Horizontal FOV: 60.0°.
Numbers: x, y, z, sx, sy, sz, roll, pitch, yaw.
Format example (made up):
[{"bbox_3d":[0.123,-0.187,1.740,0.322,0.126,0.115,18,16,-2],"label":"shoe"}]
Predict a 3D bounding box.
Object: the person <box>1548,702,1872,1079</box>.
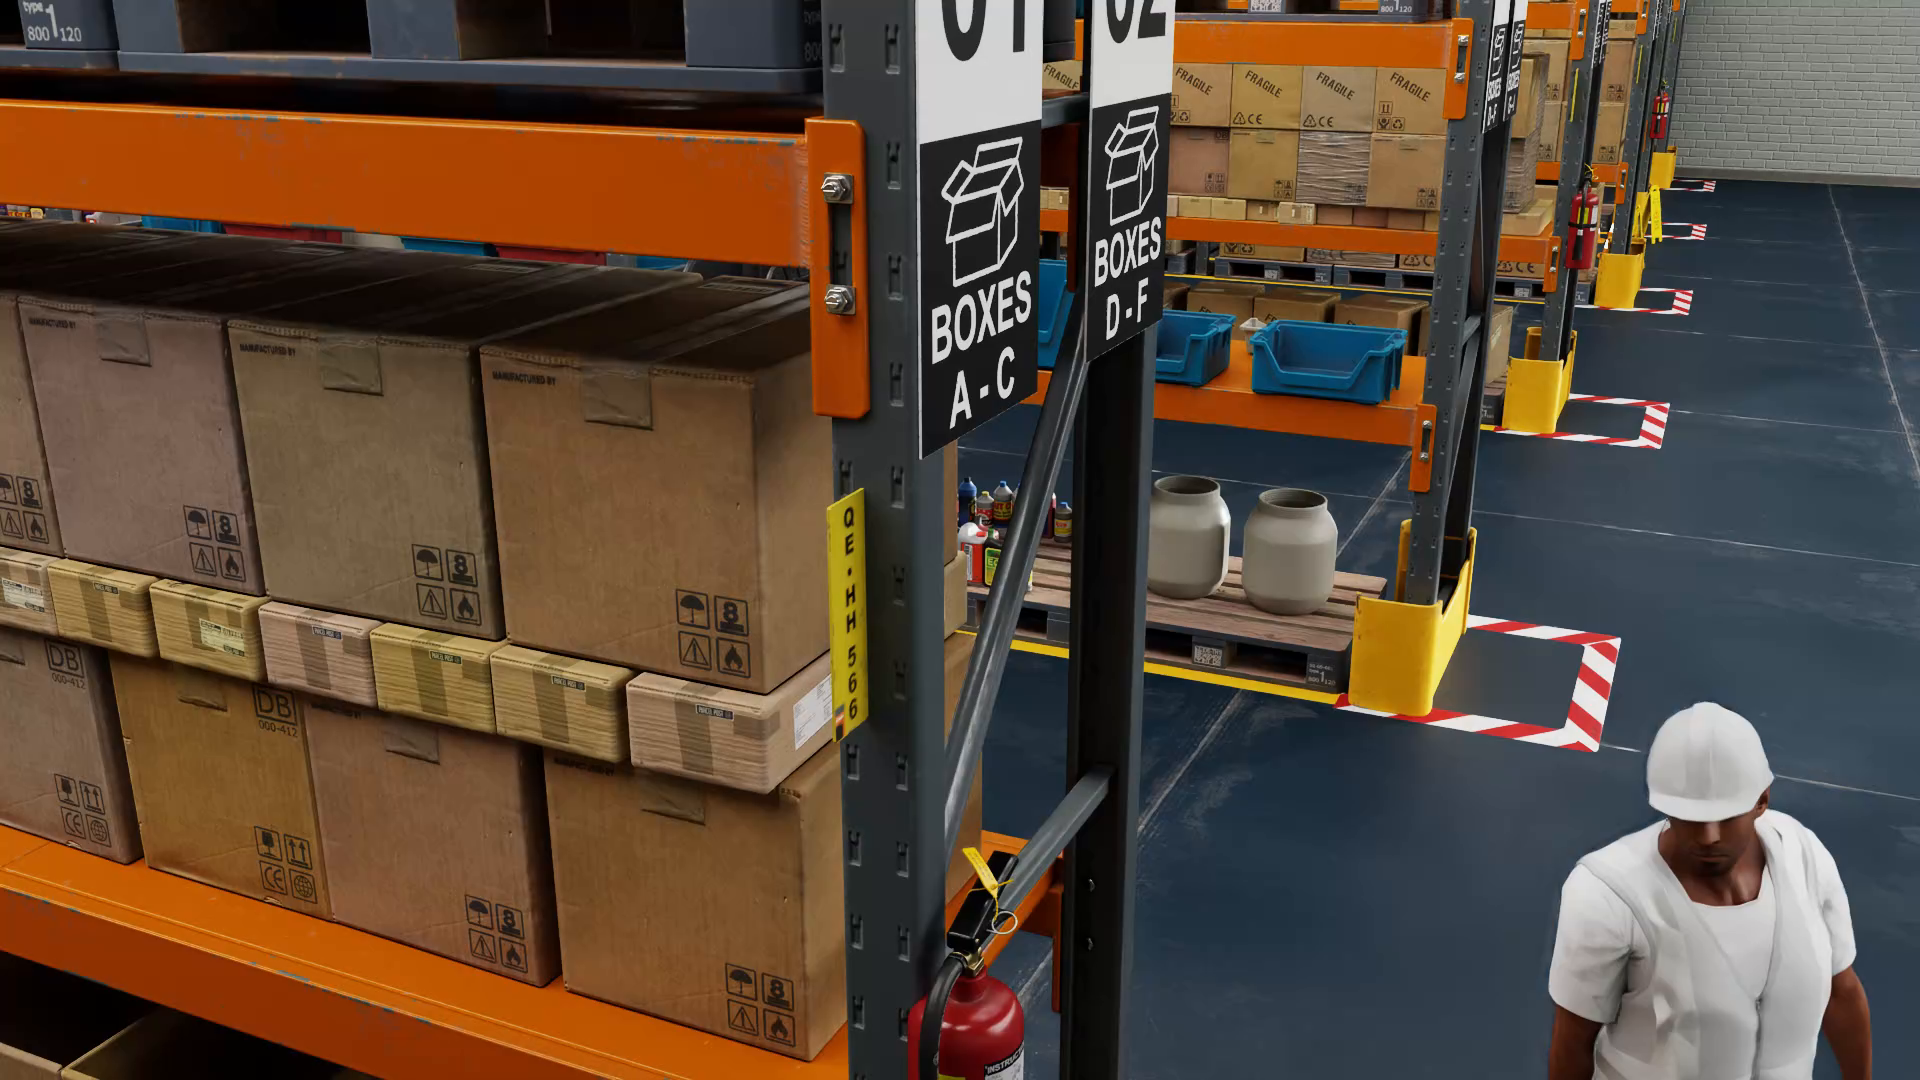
[{"bbox_3d":[1.464,1.097,3.322,0.669,1.733,0.847,-4,19,-12],"label":"person"}]
